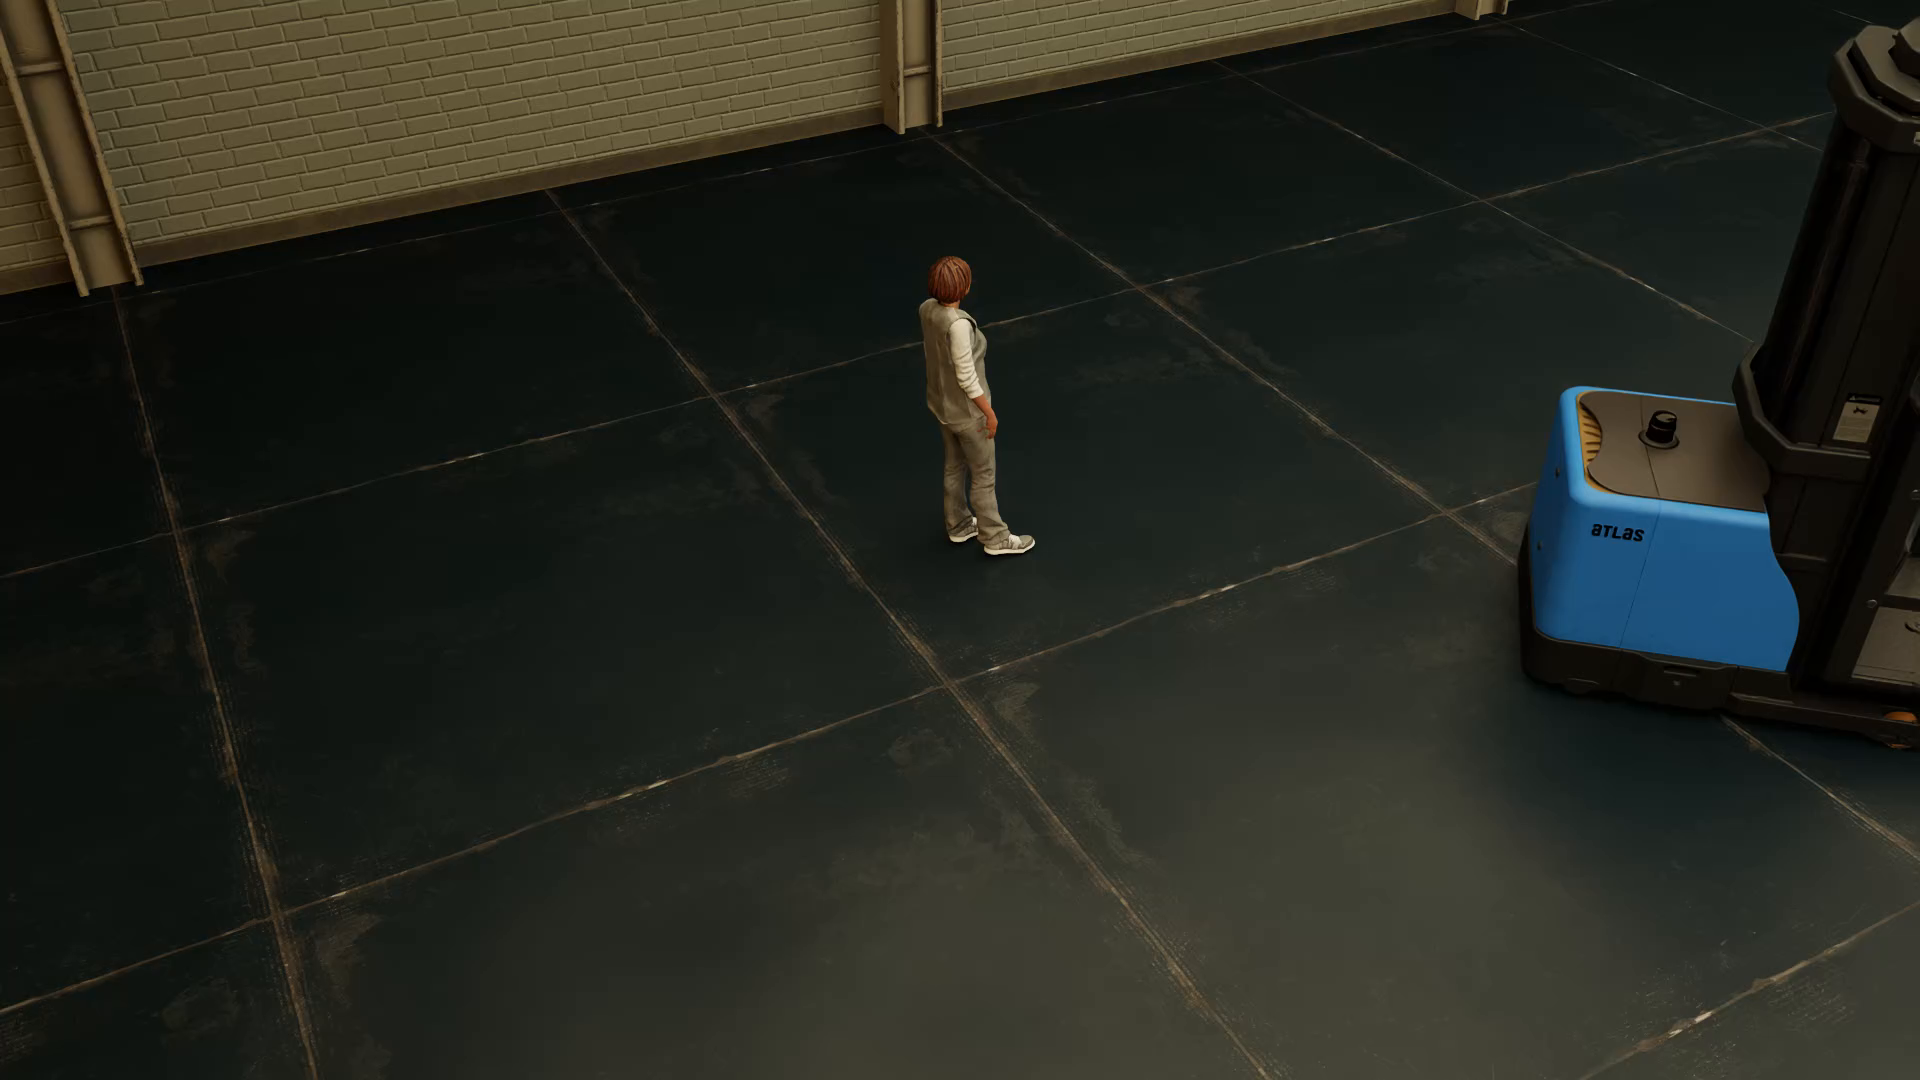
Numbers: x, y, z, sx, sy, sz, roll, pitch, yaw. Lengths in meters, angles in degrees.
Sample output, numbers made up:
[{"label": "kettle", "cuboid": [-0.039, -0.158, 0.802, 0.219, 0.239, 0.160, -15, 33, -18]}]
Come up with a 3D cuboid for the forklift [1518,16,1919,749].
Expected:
[{"label": "forklift", "cuboid": [4.184, -0.587, 6.953, 3.031, 2.935, 1.130, 8, 36, 11]}]

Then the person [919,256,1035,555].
[{"label": "person", "cuboid": [0.072, -0.671, 8.216, 0.473, 1.599, 0.521, -17, 39, -23]}]
